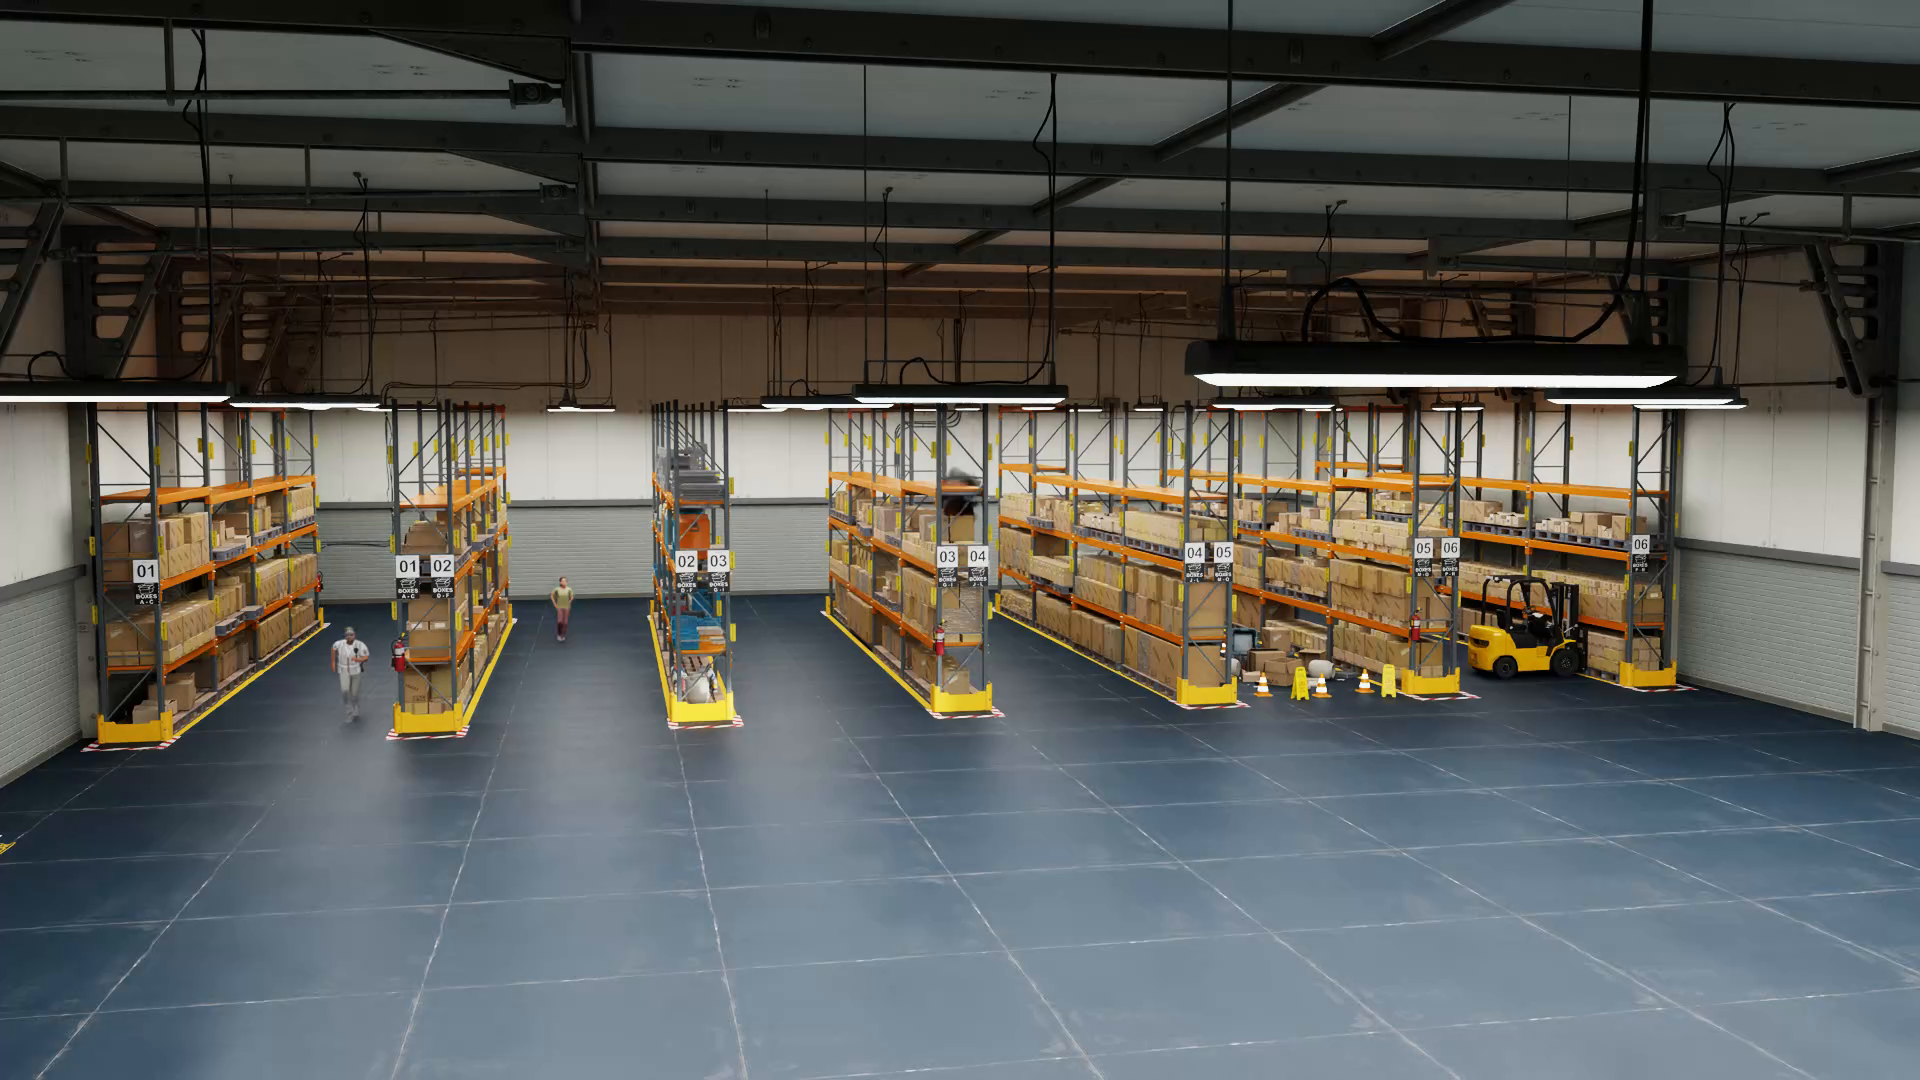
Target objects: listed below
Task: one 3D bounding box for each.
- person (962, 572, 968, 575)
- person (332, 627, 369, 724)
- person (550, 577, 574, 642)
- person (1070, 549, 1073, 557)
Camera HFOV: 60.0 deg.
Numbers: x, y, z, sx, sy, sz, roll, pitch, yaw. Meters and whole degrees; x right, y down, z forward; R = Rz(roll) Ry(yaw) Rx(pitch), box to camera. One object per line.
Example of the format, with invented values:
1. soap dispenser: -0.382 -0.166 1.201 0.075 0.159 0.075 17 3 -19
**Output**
1. person: 0.287 1.375 46.135 0.687 1.738 0.551 0 4 0
2. person: -11.396 2.513 31.098 0.686 1.824 0.874 -1 4 -15
3. person: -9.980 1.741 41.817 0.554 1.642 0.617 -2 5 -23
4. person: 3.237 1.132 48.893 0.675 1.764 0.962 -2 5 -29
